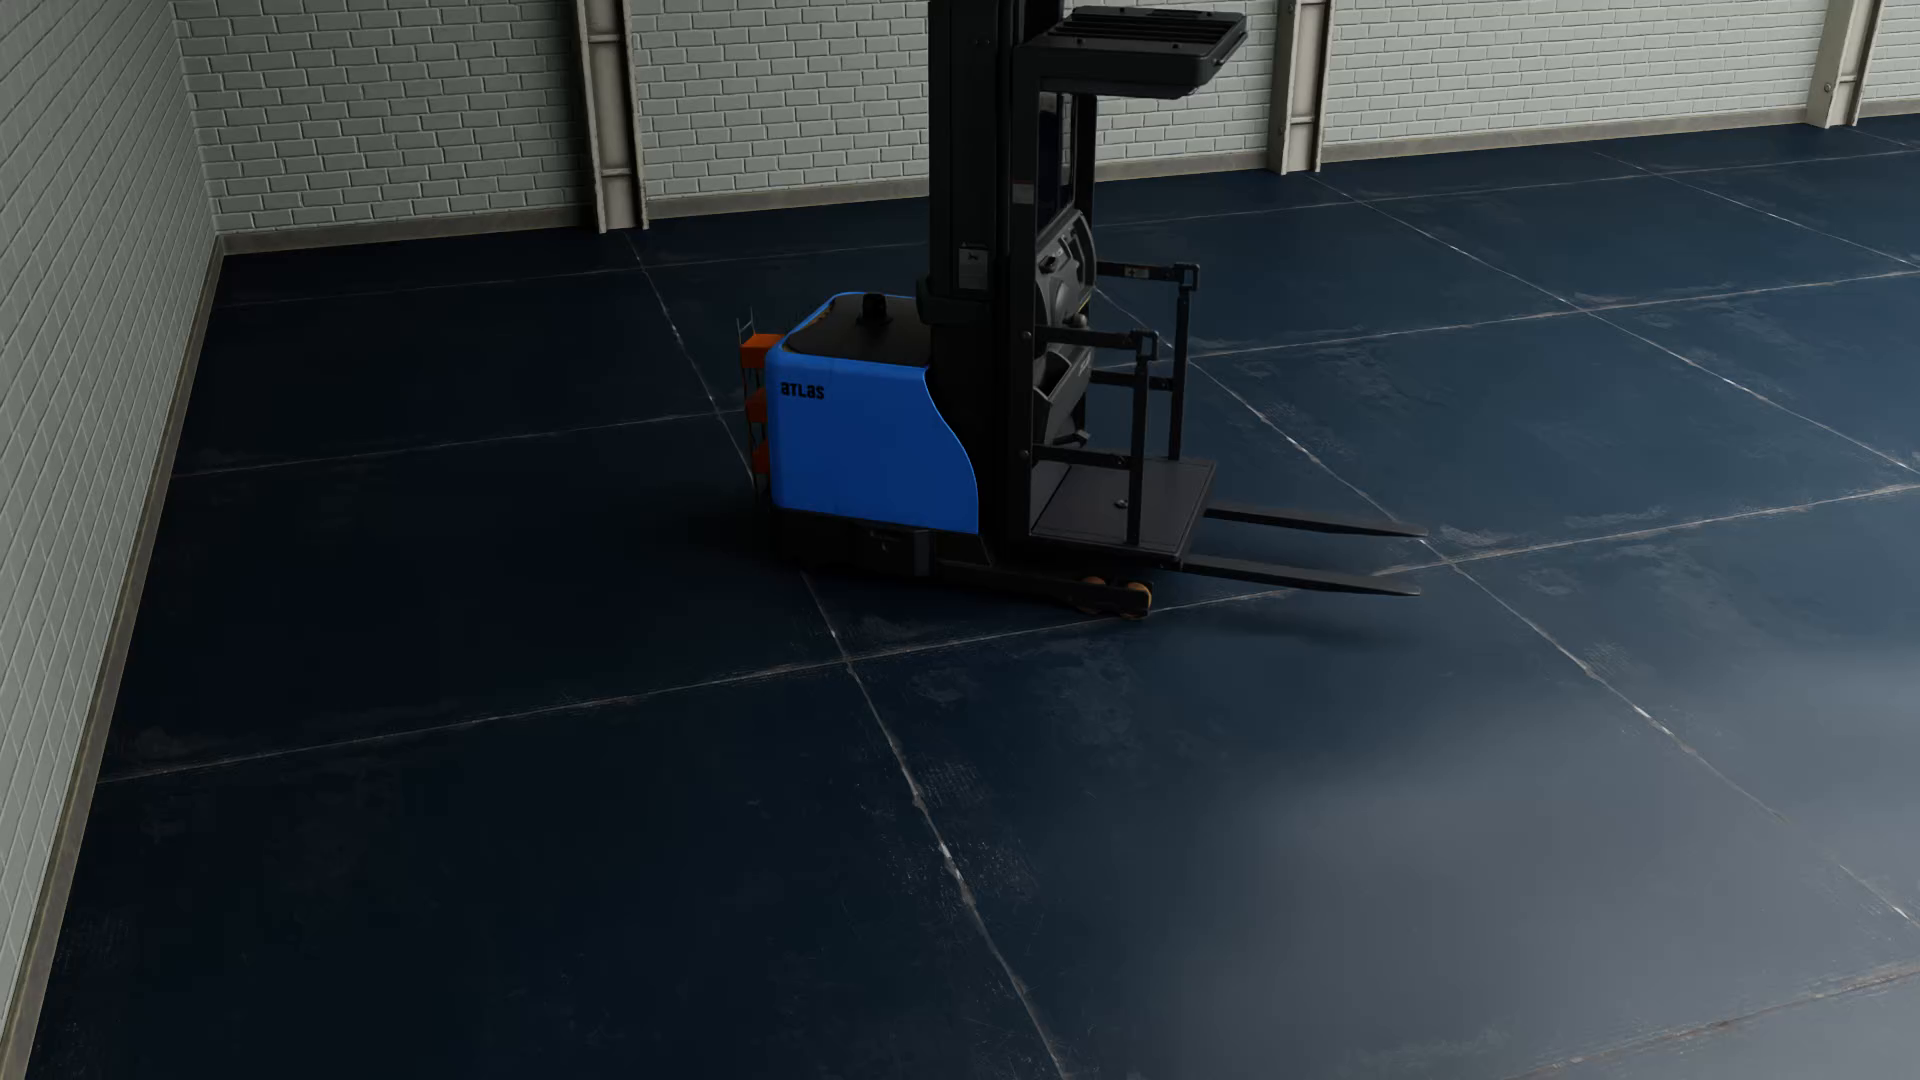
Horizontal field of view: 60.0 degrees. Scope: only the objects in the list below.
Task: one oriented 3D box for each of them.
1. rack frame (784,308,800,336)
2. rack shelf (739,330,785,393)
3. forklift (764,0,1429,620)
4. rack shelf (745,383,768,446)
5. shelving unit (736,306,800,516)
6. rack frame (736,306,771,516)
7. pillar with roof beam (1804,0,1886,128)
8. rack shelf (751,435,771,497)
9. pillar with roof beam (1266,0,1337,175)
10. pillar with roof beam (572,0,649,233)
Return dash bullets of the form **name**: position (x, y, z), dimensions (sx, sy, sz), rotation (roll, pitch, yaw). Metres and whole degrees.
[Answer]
- **rack frame**: position (-0.797, -0.624, 8.301), dimensions (0.008, 1.050, 0.200), rotation (4, 27, 13)
- **rack shelf**: position (-0.928, -0.877, 8.211), dimensions (0.240, 0.259, 0.215), rotation (4, 27, 13)
- **forklift**: position (0.664, -1.216, 7.404), dimensions (3.031, 2.935, 1.130), rotation (8, 27, 15)
- **rack shelf**: position (-0.915, -0.622, 8.334), dimensions (0.240, 0.259, 0.215), rotation (4, 27, 13)
- **shelving unit**: position (-0.916, -0.632, 8.329), dimensions (0.252, 1.050, 0.215), rotation (4, 27, 13)
- **rack frame**: position (-1.034, -0.639, 8.358), dimensions (0.008, 1.050, 0.200), rotation (4, 27, 13)
- **pillar with roof beam**: position (10.033, -6.378, 10.977), dimensions (0.400, 9.000, 9.100), rotation (-8, 28, -16)
- **rack shelf**: position (-0.903, -0.372, 8.455), dimensions (0.240, 0.259, 0.215), rotation (4, 27, 13)
- **pillar with roof beam**: position (4.328, -5.551, 9.312), dimensions (0.400, 9.000, 9.100), rotation (-8, 28, -16)
- **pillar with roof beam**: position (-1.377, -4.725, 7.648), dimensions (0.400, 9.000, 9.100), rotation (-8, 28, -16)
